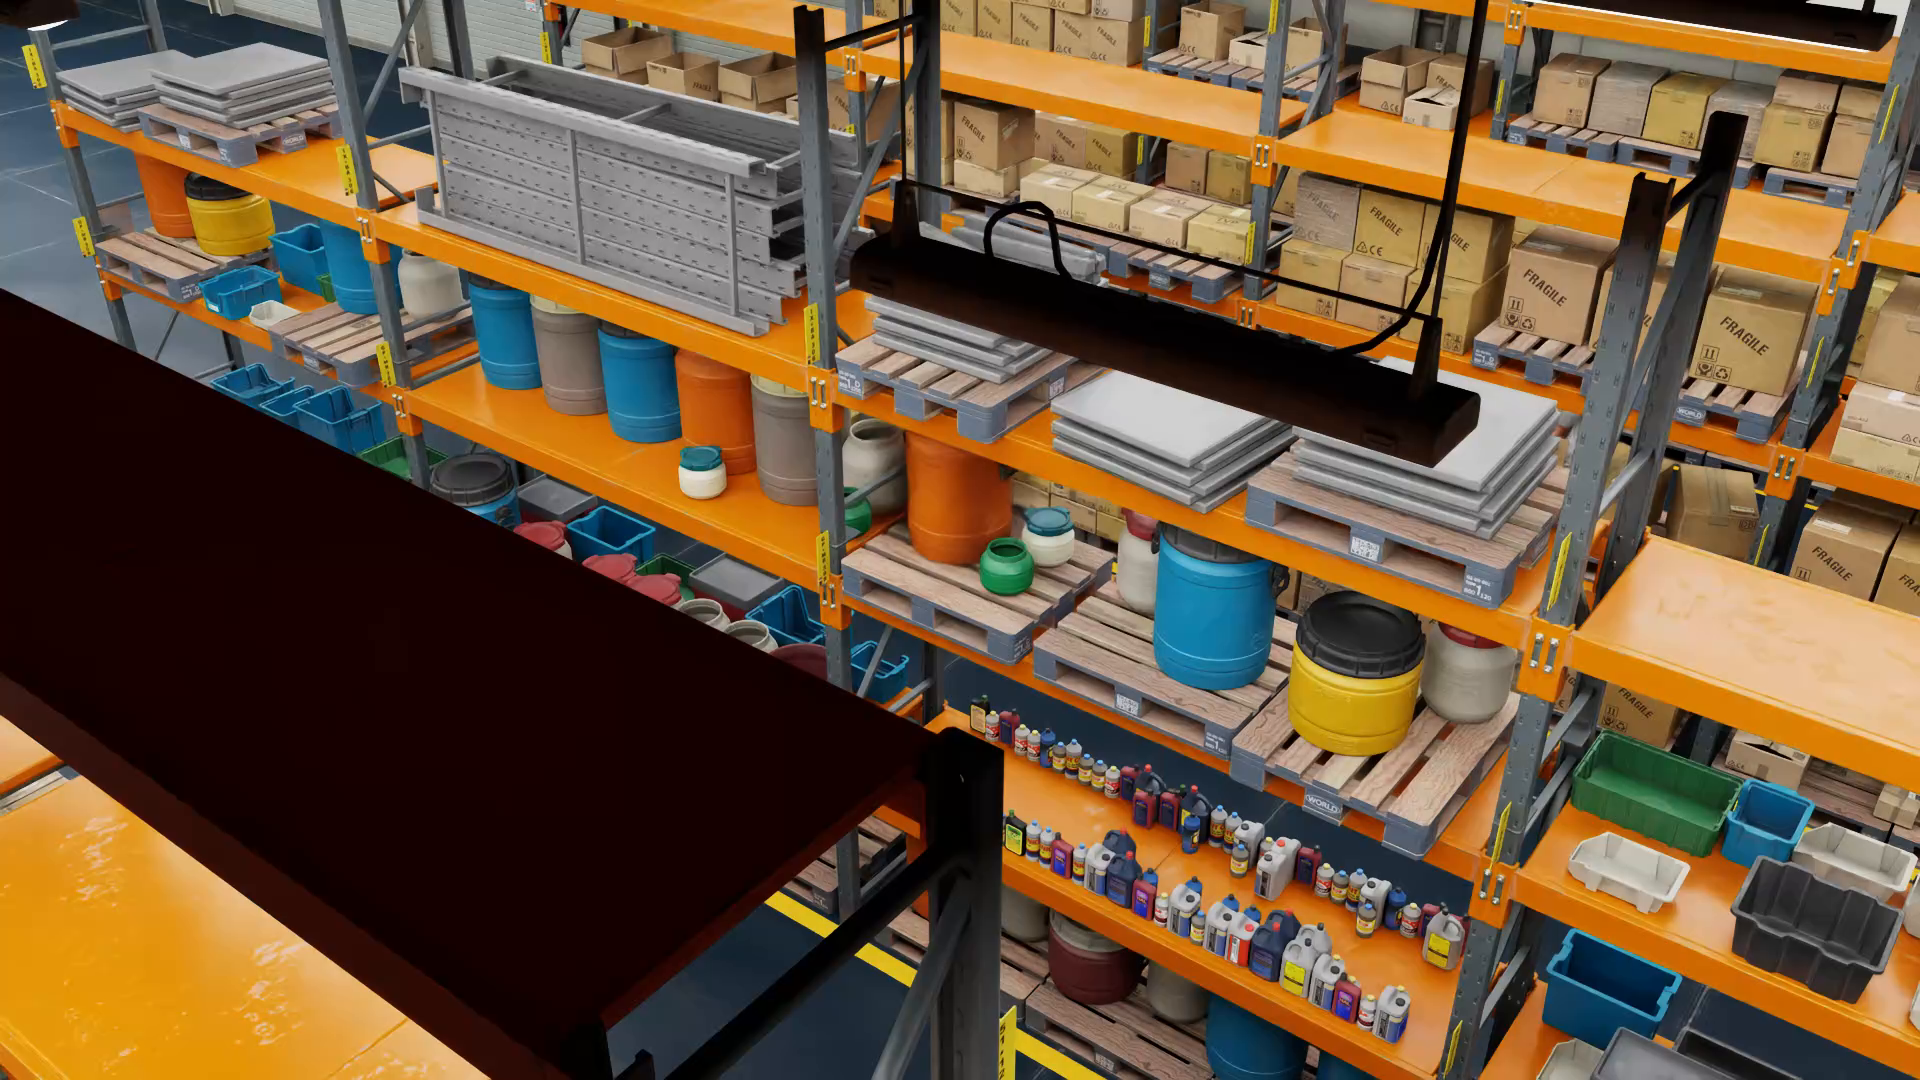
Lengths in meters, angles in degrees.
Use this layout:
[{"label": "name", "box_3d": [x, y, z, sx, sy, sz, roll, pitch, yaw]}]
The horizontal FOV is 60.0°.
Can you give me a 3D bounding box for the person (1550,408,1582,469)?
[{"label": "person", "box_3d": [5.334, -0.887, 15.007, 1.050, 1.721, 0.656, 18, 36, 27]}]
